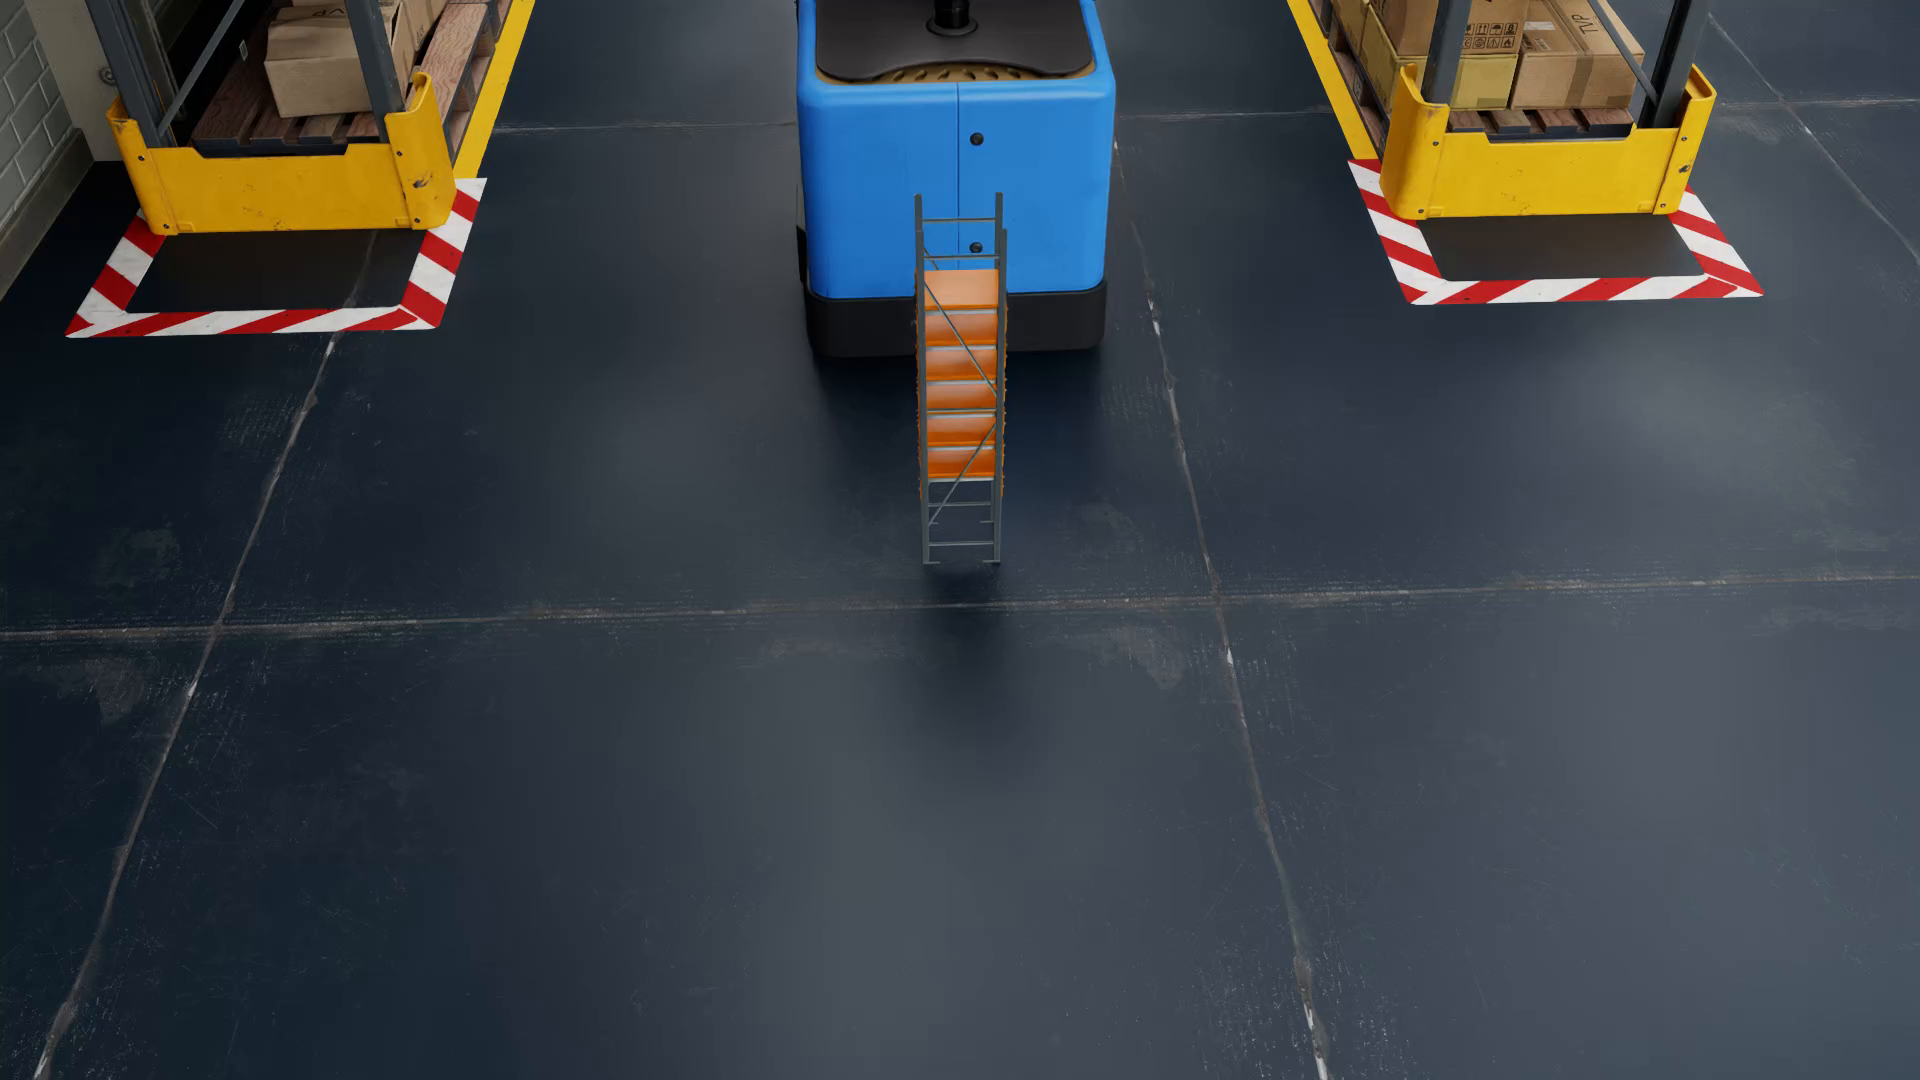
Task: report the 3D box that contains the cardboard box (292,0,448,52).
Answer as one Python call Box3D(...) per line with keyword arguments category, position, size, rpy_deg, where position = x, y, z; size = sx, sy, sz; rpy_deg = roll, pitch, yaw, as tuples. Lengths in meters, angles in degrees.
Box3D(category="cardboard box", position=(-2.599, -2.414, 7.328), size=(0.500, 0.311, 0.500), rpy_deg=(2, 43, 2))

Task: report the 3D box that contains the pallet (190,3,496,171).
Box3D(category="pallet", position=(-2.637, -1.961, 7.234), size=(1.003, 0.211, 1.213), rpy_deg=(-2, 43, -2))

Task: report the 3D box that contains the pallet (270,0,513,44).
Box3D(category="pallet", position=(-2.686, -2.783, 8.130), size=(1.003, 0.211, 1.213), rpy_deg=(-2, 43, -2))

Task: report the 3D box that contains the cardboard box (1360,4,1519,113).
Box3D(category="cardboard box", position=(1.996, -2.028, 6.967), size=(0.500, 0.250, 0.500), rpy_deg=(-2, 43, -2))

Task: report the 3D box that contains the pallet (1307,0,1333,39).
Box3D(category="pallet", position=(2.191, -2.842, 8.194), size=(1.003, 0.211, 1.213), rpy_deg=(-2, 43, -2))

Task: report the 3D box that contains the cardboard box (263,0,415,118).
Box3D(category="cardboard box", position=(-2.574, -2.029, 6.908), size=(0.500, 0.311, 0.500), rpy_deg=(-6, 43, -7))

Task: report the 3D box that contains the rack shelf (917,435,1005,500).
Box3D(category="rack shelf", position=(0.001, -0.223, 5.026), size=(0.258, 0.103, 0.180), rpy_deg=(-2, 43, -2))

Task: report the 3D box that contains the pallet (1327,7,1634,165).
Box3D(category="pallet", position=(2.240, -2.020, 7.298), size=(1.003, 0.211, 1.213), rpy_deg=(-2, 43, -2))

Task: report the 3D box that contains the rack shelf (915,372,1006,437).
Box3D(category="rack shelf", position=(0.001, -0.400, 4.864), size=(0.258, 0.103, 0.180), rpy_deg=(-2, 43, -2))

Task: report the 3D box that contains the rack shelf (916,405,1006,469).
Box3D(category="rack shelf", position=(0.001, -0.311, 4.945), size=(0.258, 0.103, 0.180), rpy_deg=(-2, 43, -2))

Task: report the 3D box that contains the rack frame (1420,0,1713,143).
Box3D(category="rack frame", position=(2.314, -2.533, 5.794), size=(1.000, 3.000, 0.127), rpy_deg=(-2, 43, -2))

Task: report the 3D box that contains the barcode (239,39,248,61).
Box3D(category="barcode", position=(-2.975, -2.033, 6.906), size=(0.001, 0.075, 0.075), rpy_deg=(-2, 43, -2))

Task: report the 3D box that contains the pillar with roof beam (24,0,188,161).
Box3D(category="pillar with roof beam", position=(0.772, -5.171, 4.232), size=(9.100, 9.000, 0.400), rpy_deg=(-2, 43, -2))

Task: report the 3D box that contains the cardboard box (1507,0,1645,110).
Box3D(category="cardboard box", position=(2.514, -2.043, 6.983), size=(0.500, 0.250, 0.500), rpy_deg=(-2, 43, -2))

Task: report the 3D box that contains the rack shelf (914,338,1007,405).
Box3D(category="rack shelf", position=(0.001, -0.488, 4.783), size=(0.258, 0.103, 0.180), rpy_deg=(-2, 43, -2))

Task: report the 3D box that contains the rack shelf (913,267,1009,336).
Box3D(category="rack shelf", position=(0.001, -0.665, 4.621), size=(0.258, 0.103, 0.180), rpy_deg=(-2, 43, -2))

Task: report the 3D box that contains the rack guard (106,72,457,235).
Box3D(category="rack guard", position=(-2.638, -1.518, 6.537), size=(1.175, 0.500, 0.348), rpy_deg=(-2, 43, -2))

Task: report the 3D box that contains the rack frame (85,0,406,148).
Box3D(category="rack frame", position=(-2.635, -2.389, 5.636), size=(1.000, 3.000, 0.127), rpy_deg=(-2, 43, -2))

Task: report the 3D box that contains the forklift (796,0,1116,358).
Box3D(category="forklift", position=(-0.093, -2.705, 6.032), size=(1.130, 2.935, 3.031), rpy_deg=(-2, 43, -3))

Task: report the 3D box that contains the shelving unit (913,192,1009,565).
Box3D(category="shelving unit", position=(0.001, -0.433, 4.834), size=(0.258, 1.200, 0.189), rpy_deg=(-2, 43, -2))

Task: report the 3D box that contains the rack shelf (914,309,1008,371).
Box3D(category="rack shelf", position=(0.001, -0.577, 4.702), size=(0.258, 0.103, 0.180), rpy_deg=(-2, 43, -2))

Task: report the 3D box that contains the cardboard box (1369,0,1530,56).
Box3D(category="cardboard box", position=(1.994, -2.304, 6.713), size=(0.500, 0.500, 0.500), rpy_deg=(-2, 43, -2))

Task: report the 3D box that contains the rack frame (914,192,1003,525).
Box3D(category="rack frame", position=(-0.003, -0.494, 4.901), size=(0.240, 1.200, 0.006), rpy_deg=(-2, 43, -2))

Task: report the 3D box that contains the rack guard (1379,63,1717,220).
Box3D(category="rack guard", position=(2.315, -1.596, 6.621), size=(1.175, 0.500, 0.348), rpy_deg=(-2, 43, -2))

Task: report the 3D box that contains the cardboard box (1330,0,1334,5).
Box3D(category="cardboard box", position=(1.940, -2.703, 7.703), size=(0.500, 0.250, 0.500), rpy_deg=(-2, 43, -2))

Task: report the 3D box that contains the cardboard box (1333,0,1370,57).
Box3D(category="cardboard box", position=(1.963, -2.365, 7.335), size=(0.500, 0.250, 0.500), rpy_deg=(-2, 43, -2))

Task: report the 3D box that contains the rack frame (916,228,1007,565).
Box3D(category="rack frame", position=(0.004, -0.371, 4.767), size=(0.240, 1.200, 0.006), rpy_deg=(-2, 43, -2))
